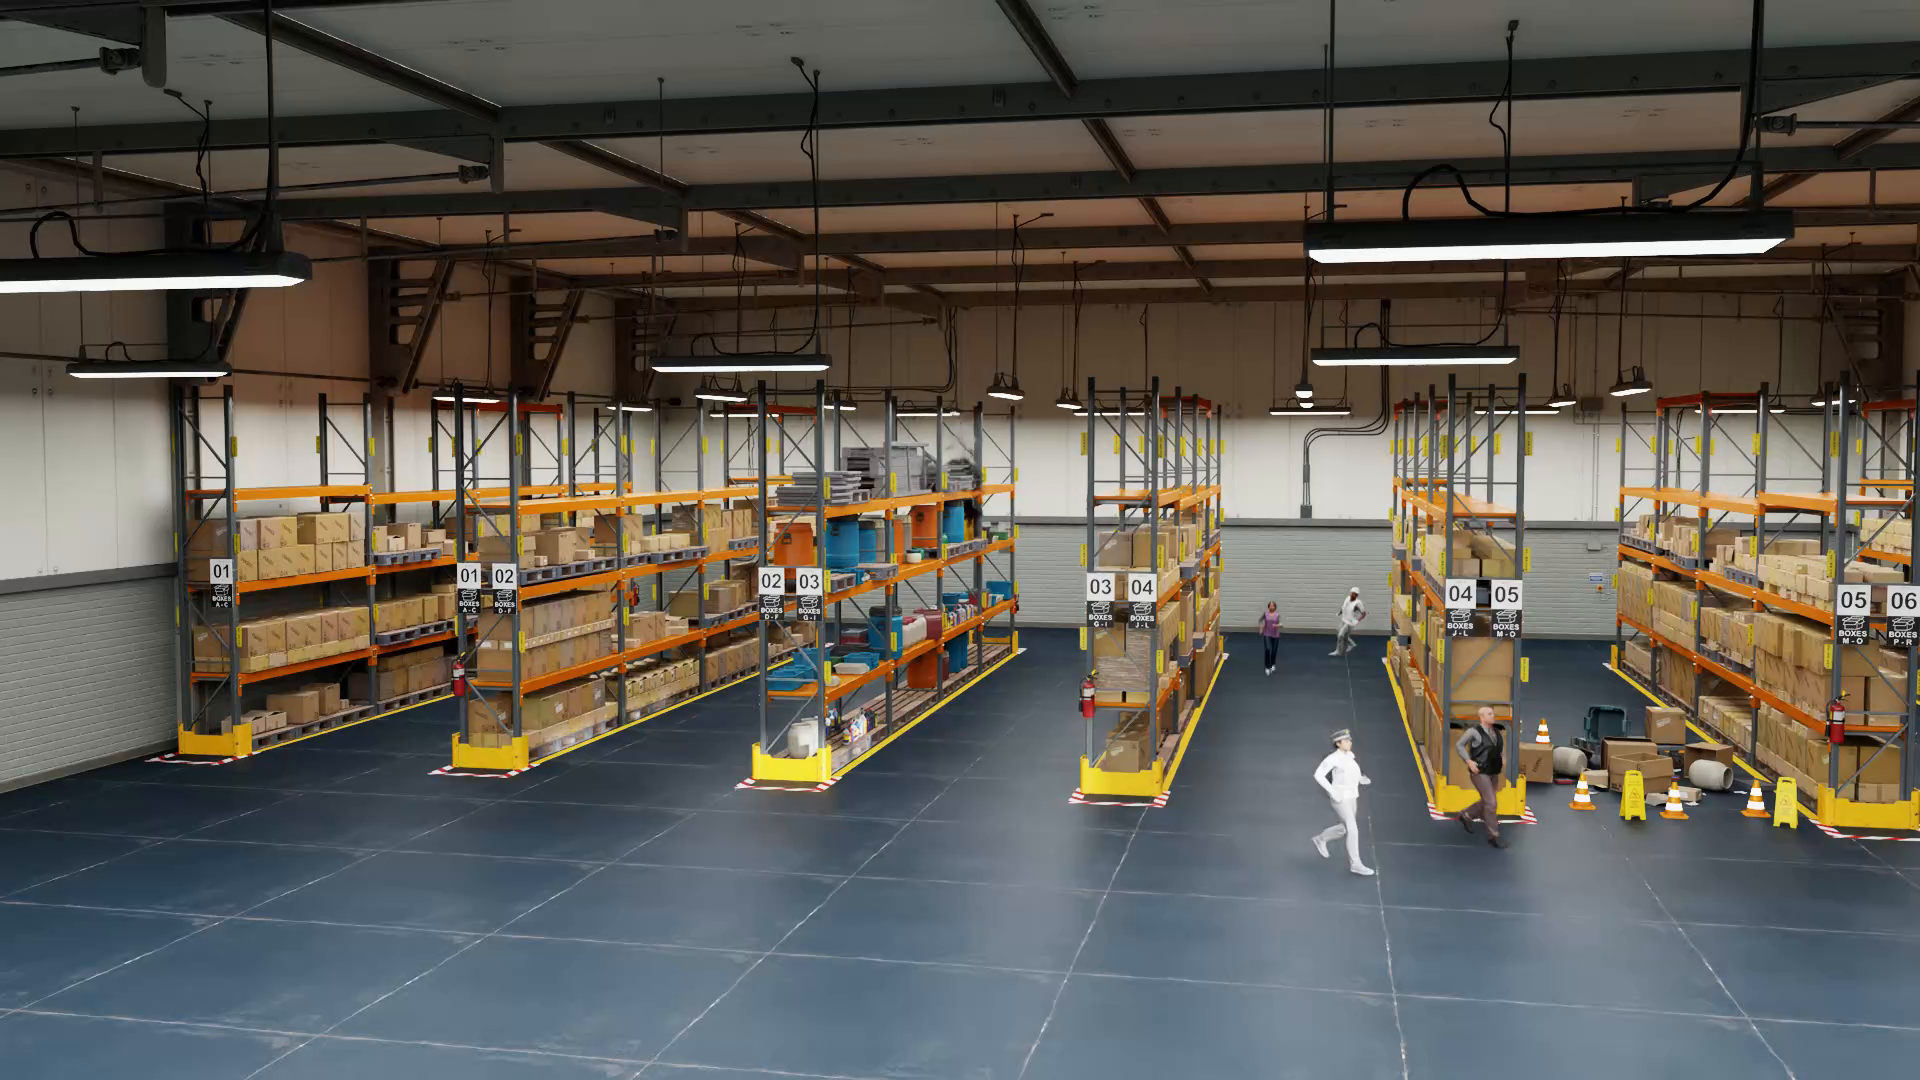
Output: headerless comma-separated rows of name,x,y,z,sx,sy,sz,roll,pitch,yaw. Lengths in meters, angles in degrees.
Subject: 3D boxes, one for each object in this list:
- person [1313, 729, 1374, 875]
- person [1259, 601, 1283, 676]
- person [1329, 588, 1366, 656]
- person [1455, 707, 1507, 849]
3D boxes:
person,4.518,3.052,19.631,0.622,1.670,0.877,-3,4,-43
person,6.838,2.156,36.574,0.506,1.645,0.711,0,3,6
person,9.341,1.949,39.580,0.740,1.677,0.833,-2,4,-31
person,6.636,2.968,21.042,0.680,1.727,0.856,-2,4,-33
